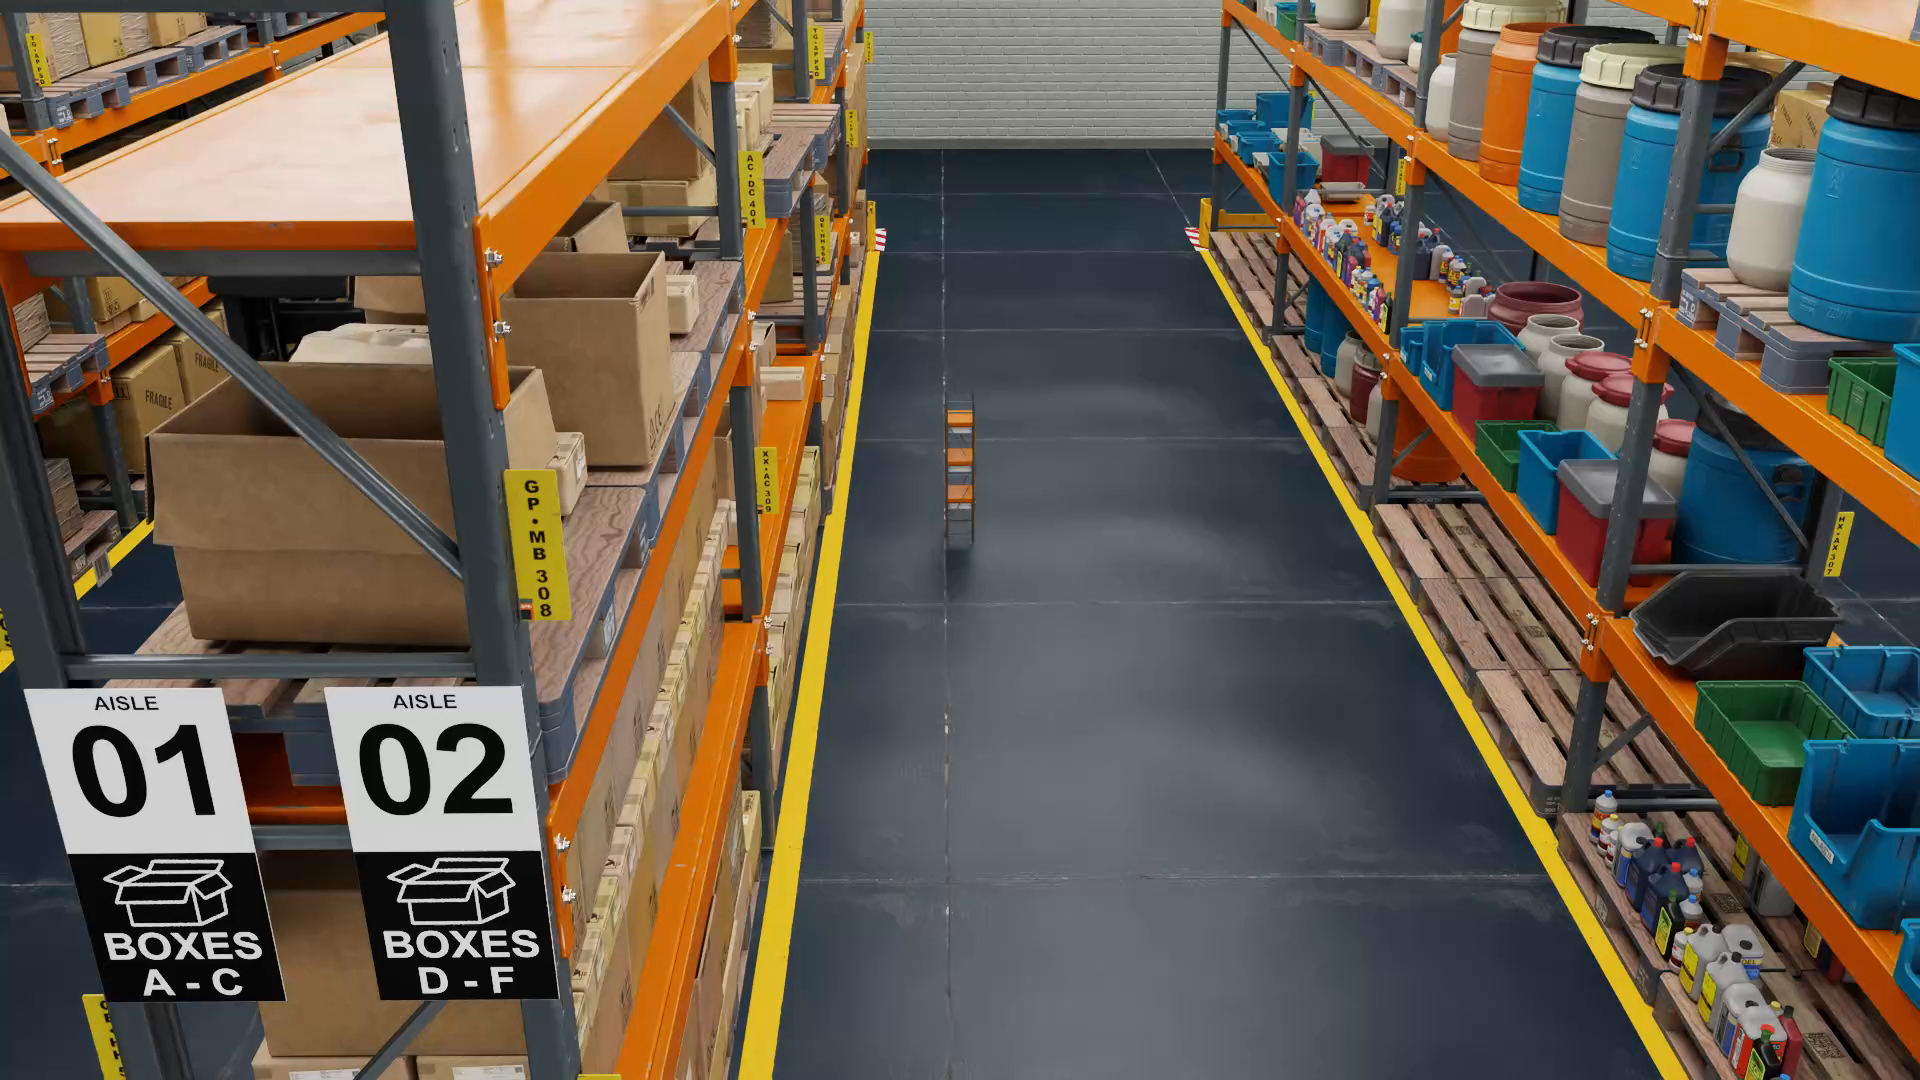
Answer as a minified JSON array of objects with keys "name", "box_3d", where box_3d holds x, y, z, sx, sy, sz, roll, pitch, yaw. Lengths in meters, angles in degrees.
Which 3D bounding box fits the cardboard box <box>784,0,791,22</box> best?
[{"name":"cardboard box","box_3d":[-1.485,-3.951,11.870,0.500,0.500,0.500,0,24,-1]}]

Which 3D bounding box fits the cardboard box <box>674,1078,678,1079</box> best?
[{"name":"cardboard box","box_3d":[-1.179,2.106,5.371,0.500,0.500,0.500,0,24,-1]}]

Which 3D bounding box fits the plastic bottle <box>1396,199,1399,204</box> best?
[{"name":"plastic bottle","box_3d":[3.810,-2.842,14.536,0.061,0.283,0.133,0,24,-1]}]

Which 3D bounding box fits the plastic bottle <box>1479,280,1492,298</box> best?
[{"name":"plastic bottle","box_3d":[3.838,-1.766,12.155,0.061,0.283,0.133,0,24,-1]}]

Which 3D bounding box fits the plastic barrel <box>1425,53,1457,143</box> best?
[{"name":"plastic barrel","box_3d":[3.175,-2.792,10.507,0.421,0.512,0.421,0,24,0]}]

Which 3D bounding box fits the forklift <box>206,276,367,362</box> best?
[{"name":"forklift","box_3d":[-3.113,-0.382,9.037,1.130,2.935,3.031,-1,24,-1]}]

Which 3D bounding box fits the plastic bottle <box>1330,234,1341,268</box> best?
[{"name":"plastic bottle","box_3d":[3.046,-2.335,13.430,0.097,0.271,0.097,0,24,0]}]

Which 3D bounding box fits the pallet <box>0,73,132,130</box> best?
[{"name":"pallet","box_3d":[-6.489,-3.005,11.342,1.213,0.211,1.003,1,24,2]}]

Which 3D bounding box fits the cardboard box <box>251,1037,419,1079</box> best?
[{"name":"cardboard box","box_3d":[-1.583,1.316,4.291,0.380,0.149,0.250,-1,24,-1]}]

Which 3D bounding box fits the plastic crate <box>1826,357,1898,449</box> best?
[{"name":"plastic crate","box_3d":[3.266,-0.474,5.775,0.336,0.188,0.450,0,24,-1]}]

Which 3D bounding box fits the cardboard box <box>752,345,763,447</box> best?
[{"name":"cardboard box","box_3d":[-1.441,-0.837,9.839,0.500,0.500,0.500,-2,24,-3]}]

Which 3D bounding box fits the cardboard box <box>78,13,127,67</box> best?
[{"name":"cardboard box","box_3d":[-6.543,-3.717,12.034,0.700,0.500,0.500,1,24,2]}]

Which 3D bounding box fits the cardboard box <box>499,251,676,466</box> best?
[{"name":"cardboard box","box_3d":[-1.133,-0.539,4.861,0.500,0.500,0.500,0,24,-1]}]

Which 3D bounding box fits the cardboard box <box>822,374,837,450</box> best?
[{"name":"cardboard box","box_3d":[-1.206,-0.949,12.707,0.500,0.500,0.500,-1,24,-2]}]

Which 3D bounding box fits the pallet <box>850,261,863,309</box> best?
[{"name":"pallet","box_3d":[-1.542,-2.647,17.347,1.003,0.211,1.213,0,24,-1]}]

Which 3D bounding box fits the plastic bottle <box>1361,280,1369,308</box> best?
[{"name":"plastic bottle","box_3d":[3.058,-1.841,12.421,0.097,0.201,0.097,0,24,0]}]

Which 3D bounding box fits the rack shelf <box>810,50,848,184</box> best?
[{"name":"rack shelf","box_3d":[-1.497,-3.346,12.740,1.077,0.370,4.000,0,24,-1]}]

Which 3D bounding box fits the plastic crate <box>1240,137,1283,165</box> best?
[{"name":"plastic crate","box_3d":[3.082,-3.981,17.044,0.416,0.233,0.300,0,24,-1]}]

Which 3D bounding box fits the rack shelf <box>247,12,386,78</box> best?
[{"name":"rack shelf","box_3d":[-6.494,-4.970,16.332,1.077,0.370,4.000,0,24,-1]}]

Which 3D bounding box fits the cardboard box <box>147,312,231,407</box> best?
[{"name":"cardboard box","box_3d":[-6.309,-1.335,13.161,0.750,0.750,0.750,0,24,-1]}]

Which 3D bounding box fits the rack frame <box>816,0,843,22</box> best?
[{"name":"rack frame","box_3d":[-1.519,-5.864,13.796,1.000,3.000,0.127,0,24,-1]}]

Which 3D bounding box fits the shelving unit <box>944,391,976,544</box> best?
[{"name":"shelving unit","box_3d":[-0.001,-0.500,11.582,0.215,1.050,0.252,0,24,-1]}]

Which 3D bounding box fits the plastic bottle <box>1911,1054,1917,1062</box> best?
[{"name":"plastic bottle","box_3d":[3.853,1.946,6.584,0.097,0.271,0.097,0,24,0]}]

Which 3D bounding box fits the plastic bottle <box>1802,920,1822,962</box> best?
[{"name":"plastic bottle","box_3d":[3.720,1.669,7.181,0.061,0.283,0.133,0,24,-1]}]

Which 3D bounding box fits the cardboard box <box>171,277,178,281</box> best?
[{"name":"cardboard box","box_3d":[-6.179,-2.271,12.624,0.500,0.500,0.500,0,24,-1]}]

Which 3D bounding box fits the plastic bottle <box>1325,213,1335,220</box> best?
[{"name":"plastic bottle","box_3d":[3.187,-2.726,14.379,0.097,0.201,0.097,0,24,0]}]

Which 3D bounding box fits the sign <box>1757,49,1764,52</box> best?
[{"name":"sign","box_3d":[8.886,-5.454,18.477,0.100,0.325,0.005,0,24,-1]}]

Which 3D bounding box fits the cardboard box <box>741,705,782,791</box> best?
[{"name":"cardboard box","box_3d":[-1.188,1.060,8.594,0.500,0.250,0.500,-1,24,-2]}]

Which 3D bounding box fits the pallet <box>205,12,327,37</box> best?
[{"name":"pallet","box_3d":[-6.471,-4.771,15.126,1.003,0.211,1.213,0,24,-1]}]

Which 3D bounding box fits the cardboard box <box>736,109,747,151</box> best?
[{"name":"cardboard box","box_3d":[-1.391,-2.112,8.813,0.500,0.250,0.500,-2,24,-5]}]

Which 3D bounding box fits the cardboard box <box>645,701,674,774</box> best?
[{"name":"cardboard box","box_3d":[-1.193,0.677,5.705,0.380,0.149,0.250,0,24,0]}]

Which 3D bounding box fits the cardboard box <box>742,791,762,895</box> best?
[{"name":"cardboard box","box_3d":[-1.208,1.417,7.804,0.500,0.250,0.500,0,24,-1]}]

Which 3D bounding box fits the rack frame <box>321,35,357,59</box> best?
[{"name":"rack frame","box_3d":[-6.516,-4.755,18.624,1.000,3.000,0.127,0,24,-1]}]

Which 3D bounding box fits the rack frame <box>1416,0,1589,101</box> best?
[{"name":"rack frame","box_3d":[3.478,-4.237,10.198,1.000,3.000,0.127,0,24,-1]}]

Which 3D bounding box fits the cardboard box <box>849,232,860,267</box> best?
[{"name":"cardboard box","box_3d":[-1.330,-3.112,17.794,0.500,0.250,0.500,0,24,-1]}]

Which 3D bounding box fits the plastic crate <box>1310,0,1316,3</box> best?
[{"name":"plastic crate","box_3d":[3.661,-5.196,16.279,0.437,0.136,0.530,0,24,-1]}]

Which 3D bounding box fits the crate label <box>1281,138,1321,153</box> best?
[{"name":"crate label","box_3d":[3.597,-4.138,17.506,0.396,0.136,0.243,0,24,-1]}]

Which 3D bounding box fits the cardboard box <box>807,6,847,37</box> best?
[{"name":"cardboard box","box_3d":[-1.277,-4.631,14.891,0.500,0.250,0.500,0,24,-1]}]

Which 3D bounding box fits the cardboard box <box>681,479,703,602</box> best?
[{"name":"cardboard box","box_3d":[-1.414,-0.080,6.591,0.700,0.500,0.500,0,24,-1]}]

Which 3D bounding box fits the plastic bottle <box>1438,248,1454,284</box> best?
[{"name":"plastic bottle","box_3d":[3.810,-2.148,13.016,0.097,0.271,0.097,0,24,0]}]

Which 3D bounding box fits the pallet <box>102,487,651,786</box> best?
[{"name":"pallet","box_3d":[-1.370,0.196,4.144,1.003,0.211,1.213,0,24,-1]}]

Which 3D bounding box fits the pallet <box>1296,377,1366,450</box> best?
[{"name":"pallet","box_3d":[3.417,-1.059,13.835,1.003,0.211,1.213,0,24,-1]}]

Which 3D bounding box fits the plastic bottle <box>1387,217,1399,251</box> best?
[{"name":"plastic bottle","box_3d":[3.647,-2.565,13.938,0.097,0.271,0.097,0,24,0]}]

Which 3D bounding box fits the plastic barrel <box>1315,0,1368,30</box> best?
[{"name":"plastic barrel","box_3d":[3.189,-4.554,13.864,0.433,0.535,0.433,0,24,0]}]

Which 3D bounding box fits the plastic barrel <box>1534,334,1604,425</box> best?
[{"name":"plastic barrel","box_3d":[3.707,-0.958,10.092,0.421,0.512,0.421,0,24,0]}]

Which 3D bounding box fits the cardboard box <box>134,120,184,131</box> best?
[{"name":"cardboard box","box_3d":[-6.728,-3.448,14.318,0.500,0.250,0.500,0,24,1]}]

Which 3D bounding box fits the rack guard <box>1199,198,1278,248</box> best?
[{"name":"rack guard","box_3d":[3.377,-3.671,19.260,1.175,0.500,0.348,0,24,-1]}]

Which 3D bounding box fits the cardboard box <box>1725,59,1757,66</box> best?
[{"name":"cardboard box","box_3d":[8.084,-4.826,17.691,0.500,0.500,0.500,-1,24,-2]}]

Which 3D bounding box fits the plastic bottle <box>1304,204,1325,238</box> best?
[{"name":"plastic bottle","box_3d":[3.062,-2.752,14.345,0.152,0.276,0.135,0,24,-1]}]

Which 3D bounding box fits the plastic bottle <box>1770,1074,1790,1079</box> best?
[{"name":"plastic bottle","box_3d":[3.107,2.113,6.300,0.097,0.201,0.097,0,24,0]}]

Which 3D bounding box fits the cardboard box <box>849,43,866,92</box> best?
[{"name":"cardboard box","box_3d":[-1.283,-5.098,18.047,0.500,0.500,0.500,0,24,-1]}]

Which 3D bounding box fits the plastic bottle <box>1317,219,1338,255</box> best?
[{"name":"plastic bottle","box_3d":[3.068,-2.521,13.835,0.152,0.276,0.135,0,24,-1]}]

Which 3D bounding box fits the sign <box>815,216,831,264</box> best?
[{"name":"sign","box_3d":[-0.920,-2.014,11.158,0.100,0.325,0.005,0,24,-1]}]

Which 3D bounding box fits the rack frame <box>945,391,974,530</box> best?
[{"name":"rack frame","box_3d":[-0.002,-0.551,11.694,0.200,1.050,0.008,0,24,-1]}]

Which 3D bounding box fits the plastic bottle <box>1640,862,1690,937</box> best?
[{"name":"plastic bottle","box_3d":[3.117,1.564,7.333,0.144,0.351,0.185,-1,24,-3]}]

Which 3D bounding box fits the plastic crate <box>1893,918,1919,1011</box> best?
[{"name":"plastic crate","box_3d":[3.259,1.388,5.221,0.499,0.251,0.408,0,24,-1]}]

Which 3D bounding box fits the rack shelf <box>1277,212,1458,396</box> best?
[{"name":"rack shelf","box_3d":[3.456,-2.000,13.404,1.077,0.370,4.000,0,24,-1]}]

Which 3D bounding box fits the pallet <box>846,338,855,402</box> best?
[{"name":"pallet","box_3d":[-1.472,-1.525,14.866,1.003,0.211,1.213,0,24,-1]}]
